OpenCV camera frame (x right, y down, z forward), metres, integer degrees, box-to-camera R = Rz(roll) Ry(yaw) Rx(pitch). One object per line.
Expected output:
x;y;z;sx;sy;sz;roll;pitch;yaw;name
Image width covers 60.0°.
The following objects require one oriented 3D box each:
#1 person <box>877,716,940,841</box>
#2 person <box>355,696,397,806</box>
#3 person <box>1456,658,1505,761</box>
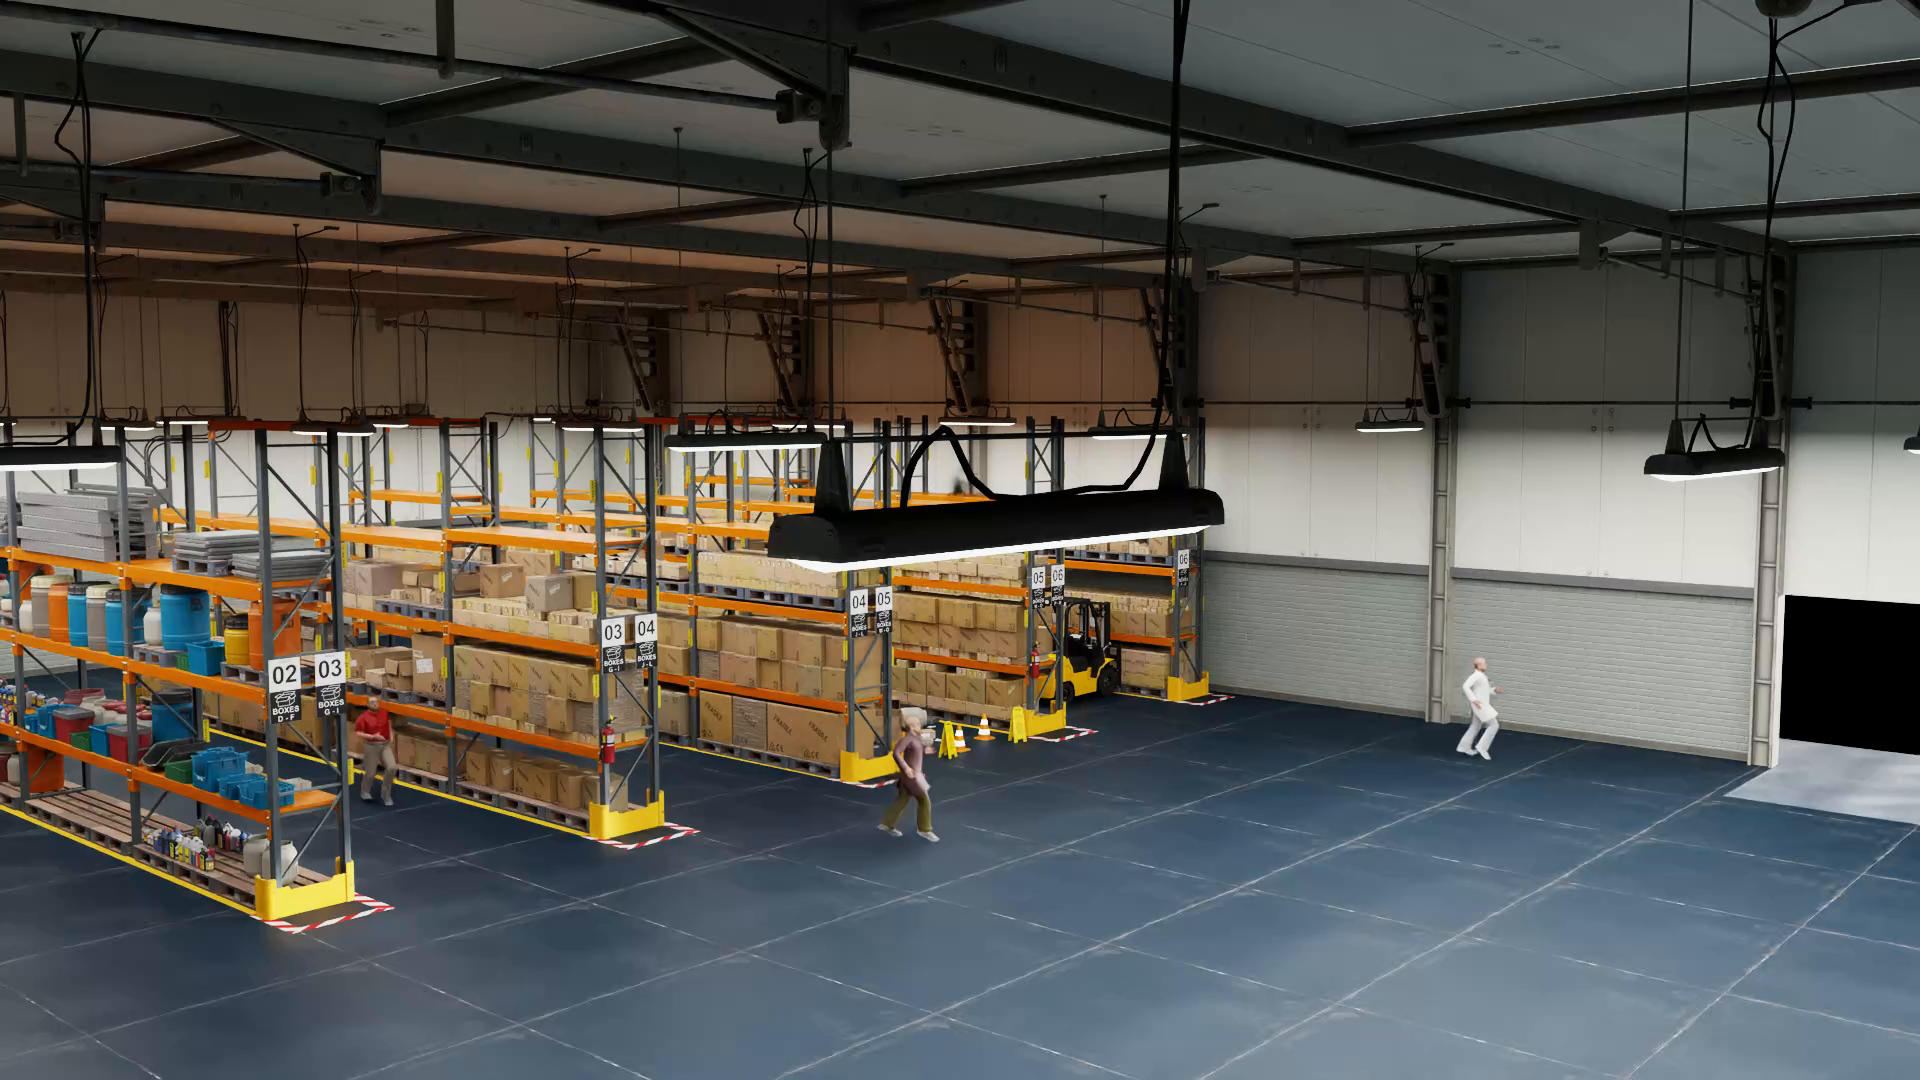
-0.743;3.452;24.020;0.904;1.839;0.673;-1;5;-9;person
-9.184;3.326;26.196;0.670;1.773;0.767;-5;7;-44;person
9.246;2.998;29.521;0.798;1.823;0.671;1;5;17;person
